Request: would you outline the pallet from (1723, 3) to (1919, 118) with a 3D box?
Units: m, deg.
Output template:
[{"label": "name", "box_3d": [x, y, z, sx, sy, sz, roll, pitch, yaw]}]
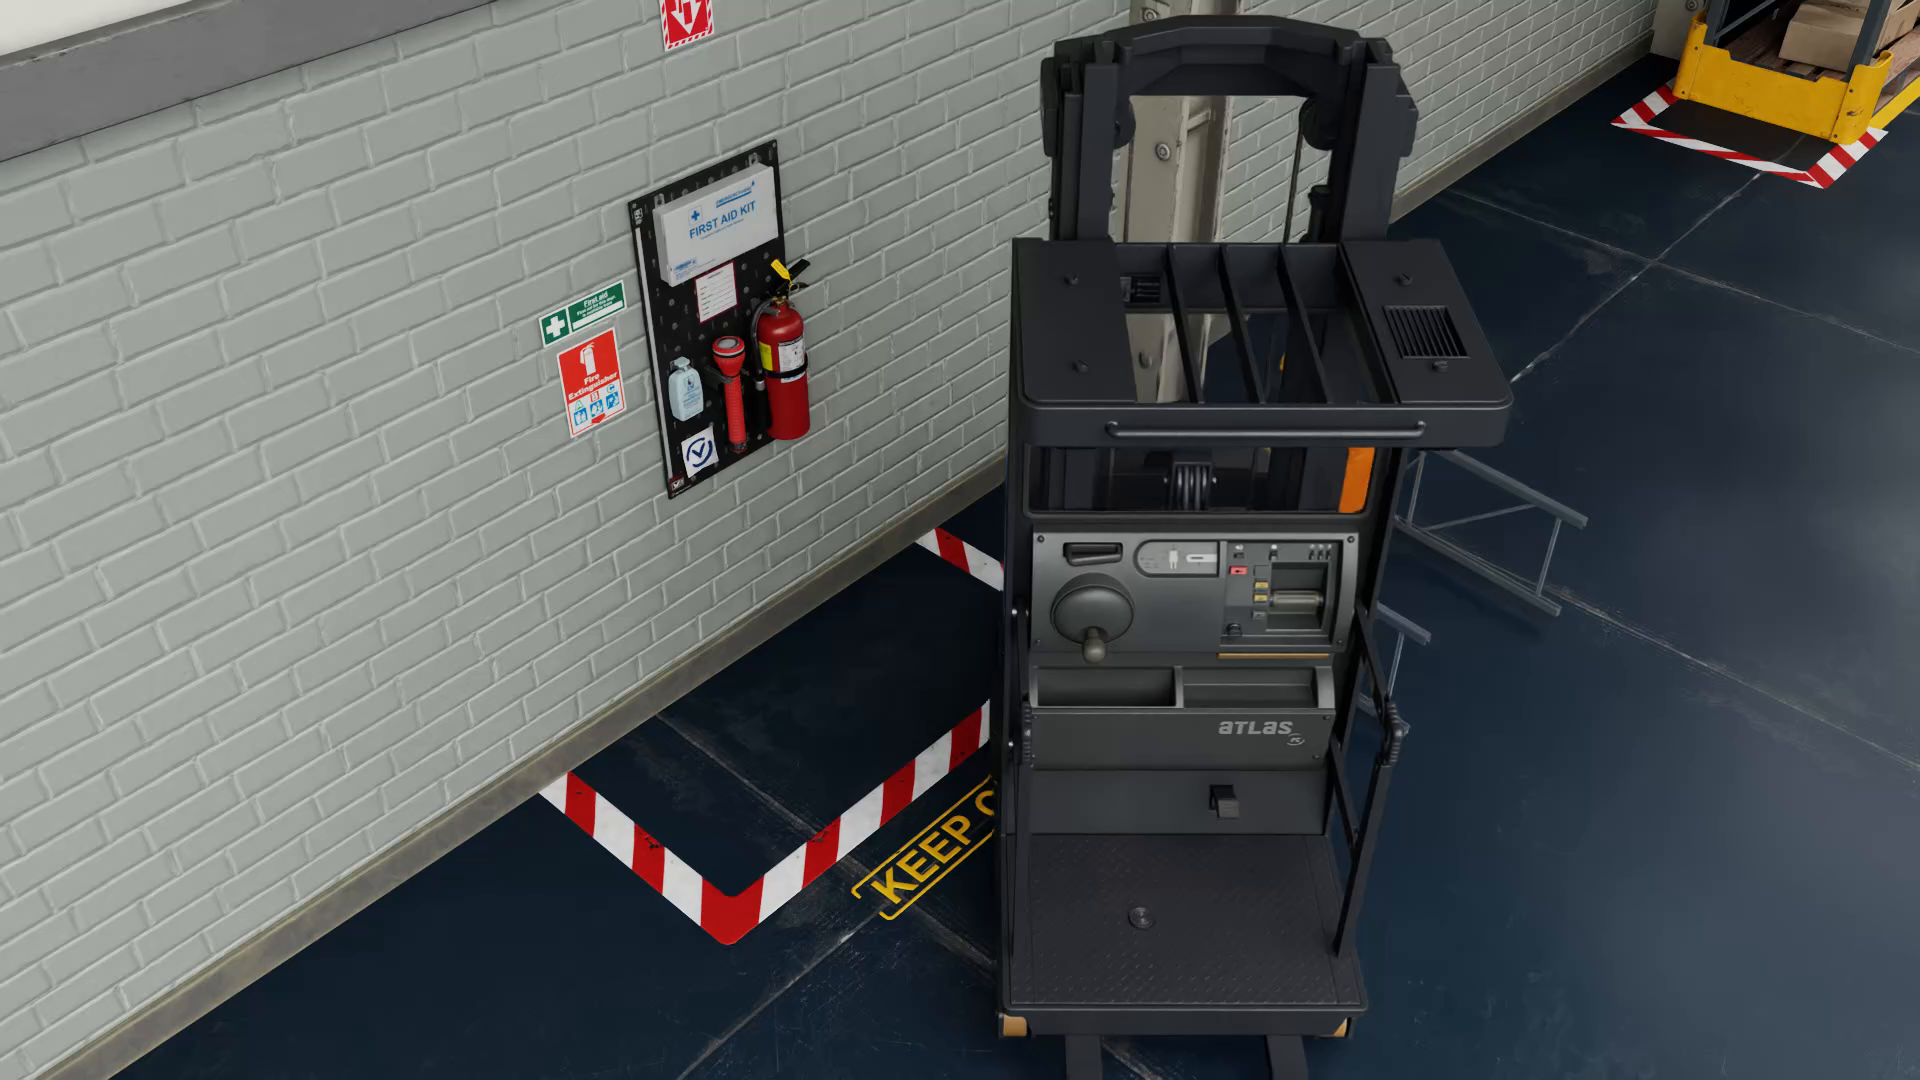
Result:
[{"label": "pallet", "box_3d": [5.777, -3.205, 11.112, 1.003, 0.211, 1.213, 30, 47, 32]}]

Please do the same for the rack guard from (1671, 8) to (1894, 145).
[{"label": "rack guard", "box_3d": [5.203, -2.960, 10.571, 1.175, 0.500, 0.348, 30, 47, 32]}]

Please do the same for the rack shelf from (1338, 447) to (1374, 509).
[{"label": "rack shelf", "box_3d": [1.434, -0.107, 6.892, 1.000, 0.538, 0.185, -29, 47, -31]}]

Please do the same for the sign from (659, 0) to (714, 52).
[{"label": "sign", "box_3d": [-0.837, -1.658, 5.063, 0.001, 0.298, 0.199, 30, 47, 32]}]

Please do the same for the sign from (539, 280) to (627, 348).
[{"label": "sign", "box_3d": [-1.197, -0.722, 5.293, 0.001, 0.109, 0.331, 30, 47, 32]}]

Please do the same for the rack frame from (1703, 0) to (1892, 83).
[{"label": "rack frame", "box_3d": [5.152, -3.904, 9.749, 1.000, 3.000, 0.127, 30, 47, 32]}]

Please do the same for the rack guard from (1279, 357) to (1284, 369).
[{"label": "rack guard", "box_3d": [1.517, -0.524, 7.417, 0.087, 0.587, 0.250, -29, 47, -31]}]

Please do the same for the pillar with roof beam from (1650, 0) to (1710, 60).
[{"label": "pillar with roof beam", "box_3d": [8.163, -5.129, 6.470, 9.100, 9.000, 0.400, 30, 47, 32]}]

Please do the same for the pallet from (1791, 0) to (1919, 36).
[{"label": "pallet", "box_3d": [6.600, -3.763, 11.813, 1.003, 0.211, 1.213, 30, 47, 32]}]

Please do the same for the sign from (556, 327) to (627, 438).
[{"label": "sign", "box_3d": [-1.207, -0.516, 5.460, 0.001, 0.329, 0.234, 30, 47, 32]}]

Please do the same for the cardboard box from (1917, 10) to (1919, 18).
[{"label": "cardboard box", "box_3d": [6.601, -3.955, 11.469, 0.700, 0.500, 0.500, 27, 46, 29]}]

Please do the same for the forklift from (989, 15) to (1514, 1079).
[{"label": "forklift", "box_3d": [0.672, 0.228, 4.609, 1.130, 2.935, 3.031, 0, 38, 0]}]

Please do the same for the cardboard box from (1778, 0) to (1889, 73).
[{"label": "cardboard box", "box_3d": [5.685, -3.304, 10.801, 0.500, 0.311, 0.500, 24, 44, 27]}]

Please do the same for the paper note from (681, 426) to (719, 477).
[{"label": "paper note", "box_3d": [-0.928, -0.316, 5.945, 0.016, 0.148, 0.142, 30, 47, 32]}]

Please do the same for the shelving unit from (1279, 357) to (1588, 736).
[{"label": "shelving unit", "box_3d": [1.560, -0.027, 6.792, 1.083, 0.587, 1.500, -29, 47, -31]}]

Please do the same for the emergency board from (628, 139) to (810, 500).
[{"label": "emergency board", "box_3d": [-0.758, -0.713, 5.736, 0.194, 1.169, 0.643, 30, 47, 32]}]

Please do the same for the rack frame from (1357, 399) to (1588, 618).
[{"label": "rack frame", "box_3d": [1.933, -0.234, 7.052, 0.032, 0.500, 1.500, -29, 47, -31]}]

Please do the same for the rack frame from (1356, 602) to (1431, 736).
[{"label": "rack frame", "box_3d": [1.173, 0.187, 6.523, 0.032, 0.500, 1.500, -29, 47, -31]}]

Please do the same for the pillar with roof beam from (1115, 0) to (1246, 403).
[{"label": "pillar with roof beam", "box_3d": [4.115, -2.372, 3.003, 9.100, 9.000, 0.400, 30, 47, 32]}]

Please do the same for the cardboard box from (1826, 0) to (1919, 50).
[{"label": "cardboard box", "box_3d": [6.070, -3.565, 11.131, 0.500, 0.311, 0.500, -30, 47, -32]}]

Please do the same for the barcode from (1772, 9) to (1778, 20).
[{"label": "barcode", "box_3d": [5.402, -3.483, 11.020, 0.001, 0.075, 0.075, 30, 47, 32]}]
